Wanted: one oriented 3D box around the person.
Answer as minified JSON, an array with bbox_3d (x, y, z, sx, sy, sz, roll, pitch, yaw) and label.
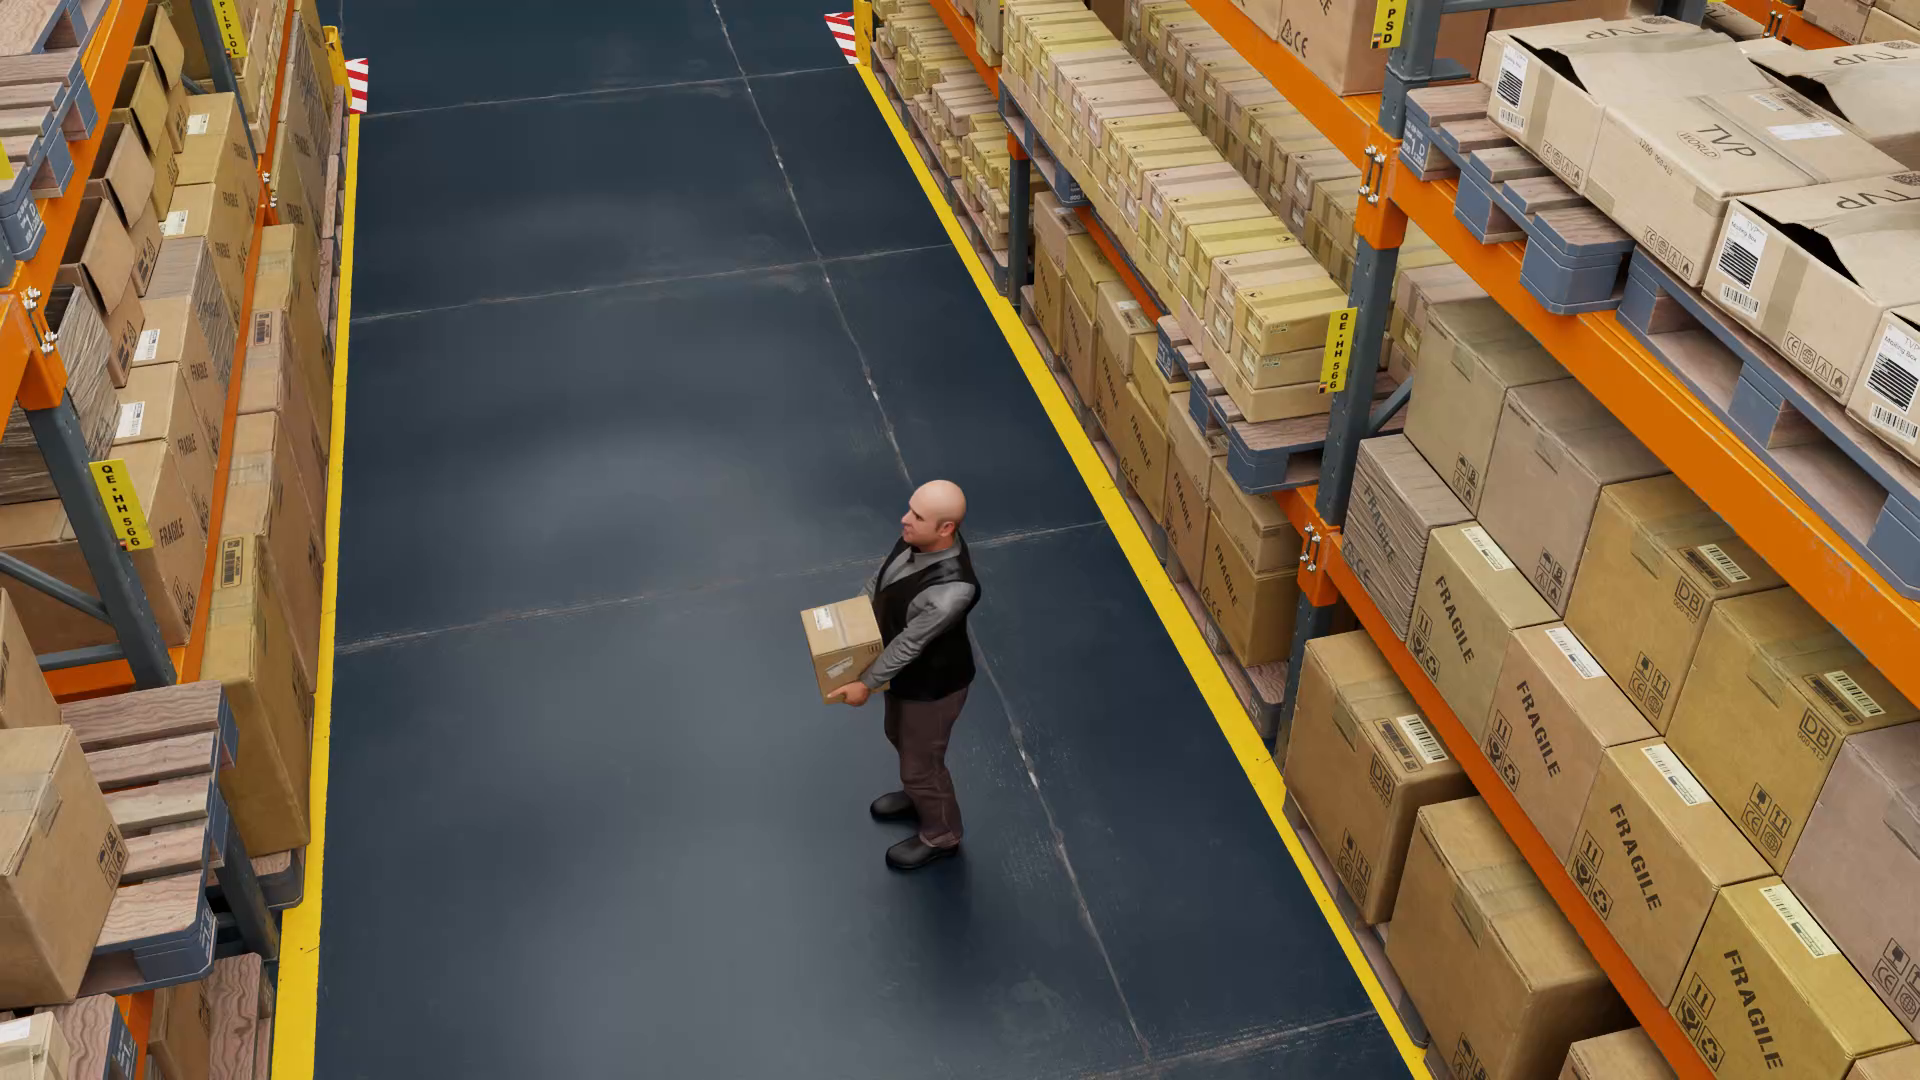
[{"bbox_3d":[-0.226,0.509,6.089,0.559,1.711,0.494,-9,39,-11],"label":"person"}]
